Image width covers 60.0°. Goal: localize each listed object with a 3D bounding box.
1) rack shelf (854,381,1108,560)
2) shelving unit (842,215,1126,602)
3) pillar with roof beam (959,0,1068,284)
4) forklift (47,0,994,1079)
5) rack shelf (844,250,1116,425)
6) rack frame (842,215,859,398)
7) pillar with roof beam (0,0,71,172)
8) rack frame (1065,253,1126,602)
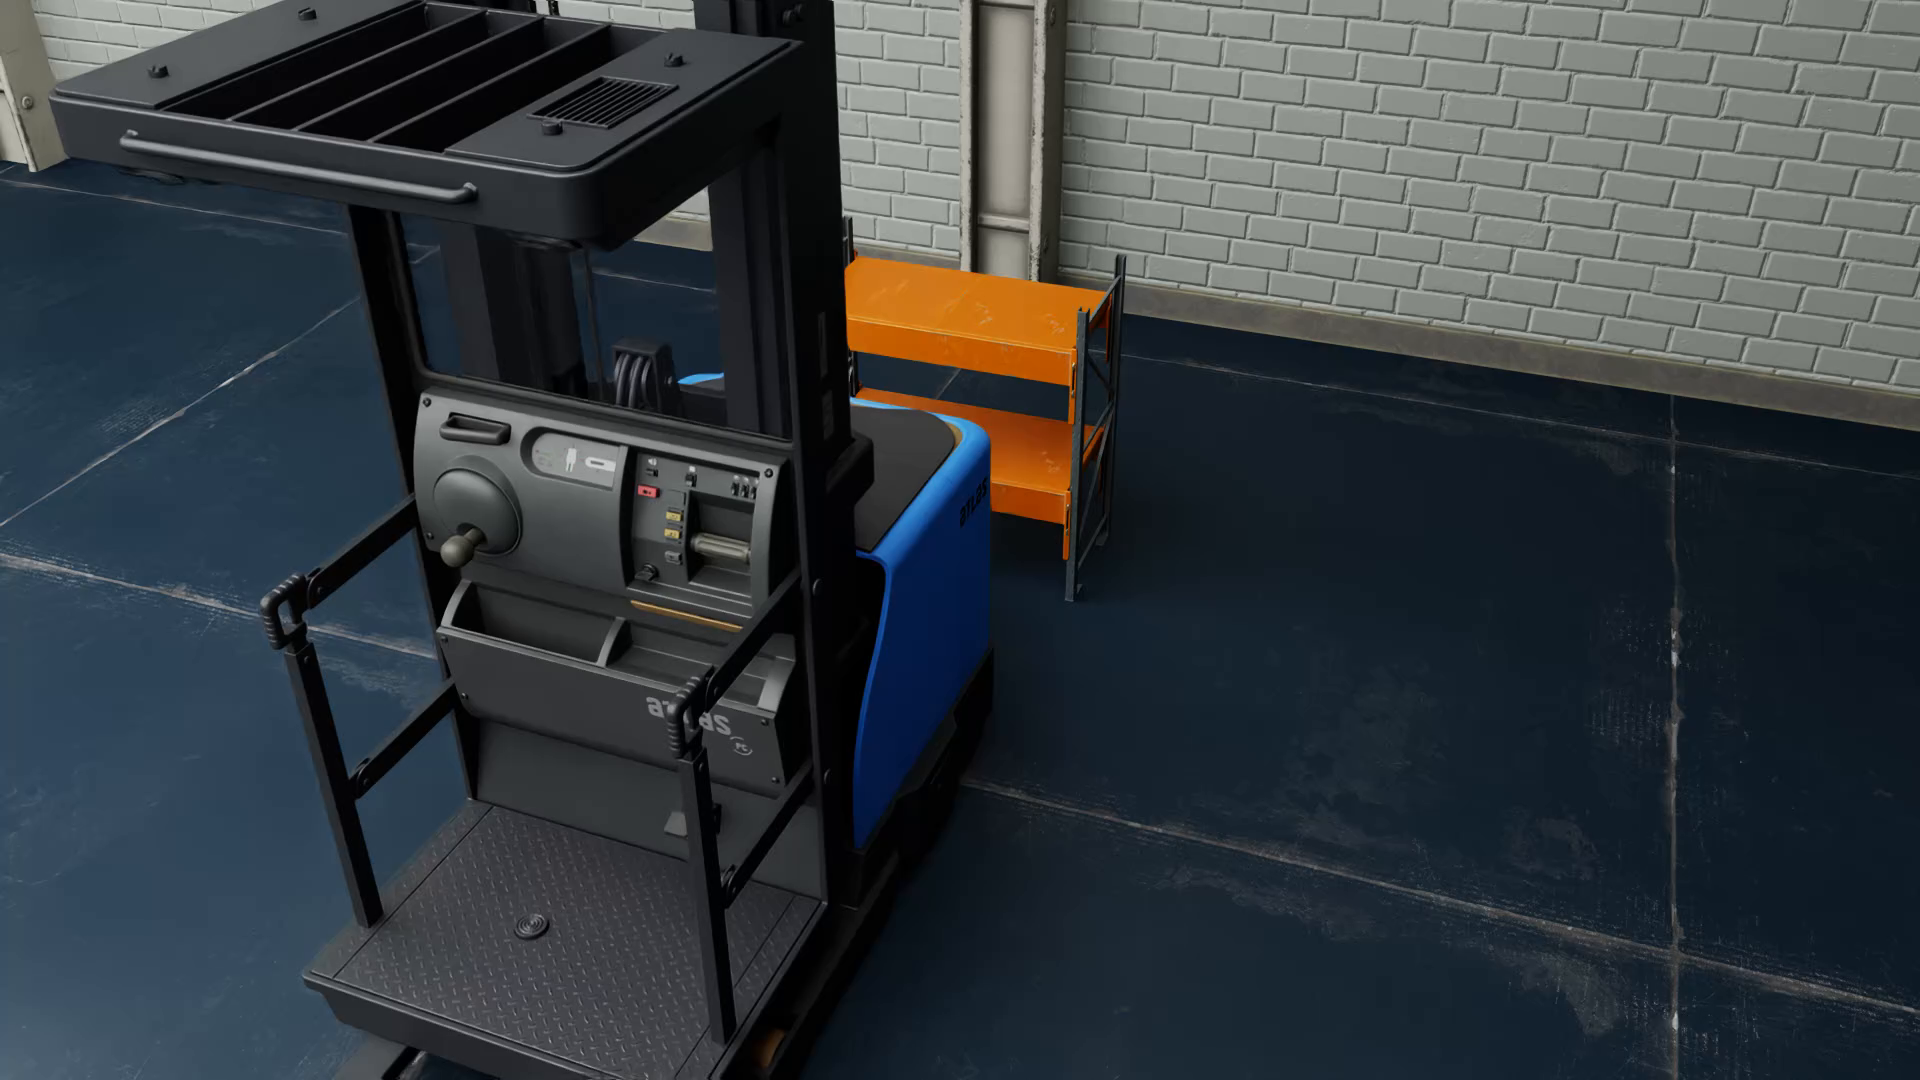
[{"bbox_3d":[-0.006,-0.268,6.079,1.000,0.278,0.538,11,34,16],"label":"rack shelf"},{"bbox_3d":[-0.006,-0.474,5.947,1.048,1.125,0.538,11,34,16],"label":"shelving unit"},{"bbox_3d":[-1.219,-2.702,2.139,0.400,9.000,9.100,11,34,16],"label":"pillar with roof beam"},{"bbox_3d":[-0.906,-0.023,3.583,1.130,2.935,3.031,12,35,18],"label":"forklift"},{"bbox_3d":[-0.006,-0.720,5.788,1.000,0.278,0.538,11,34,16],"label":"rack shelf"},{"bbox_3d":[-0.485,-0.567,6.091,0.032,1.125,0.500,11,34,16],"label":"rack frame"},{"bbox_3d":[-6.867,-3.800,3.840,0.400,9.000,9.100,11,34,16],"label":"pillar with roof beam"},{"bbox_3d":[0.472,-0.381,5.803,0.032,1.125,0.500,11,34,16],"label":"rack frame"}]
